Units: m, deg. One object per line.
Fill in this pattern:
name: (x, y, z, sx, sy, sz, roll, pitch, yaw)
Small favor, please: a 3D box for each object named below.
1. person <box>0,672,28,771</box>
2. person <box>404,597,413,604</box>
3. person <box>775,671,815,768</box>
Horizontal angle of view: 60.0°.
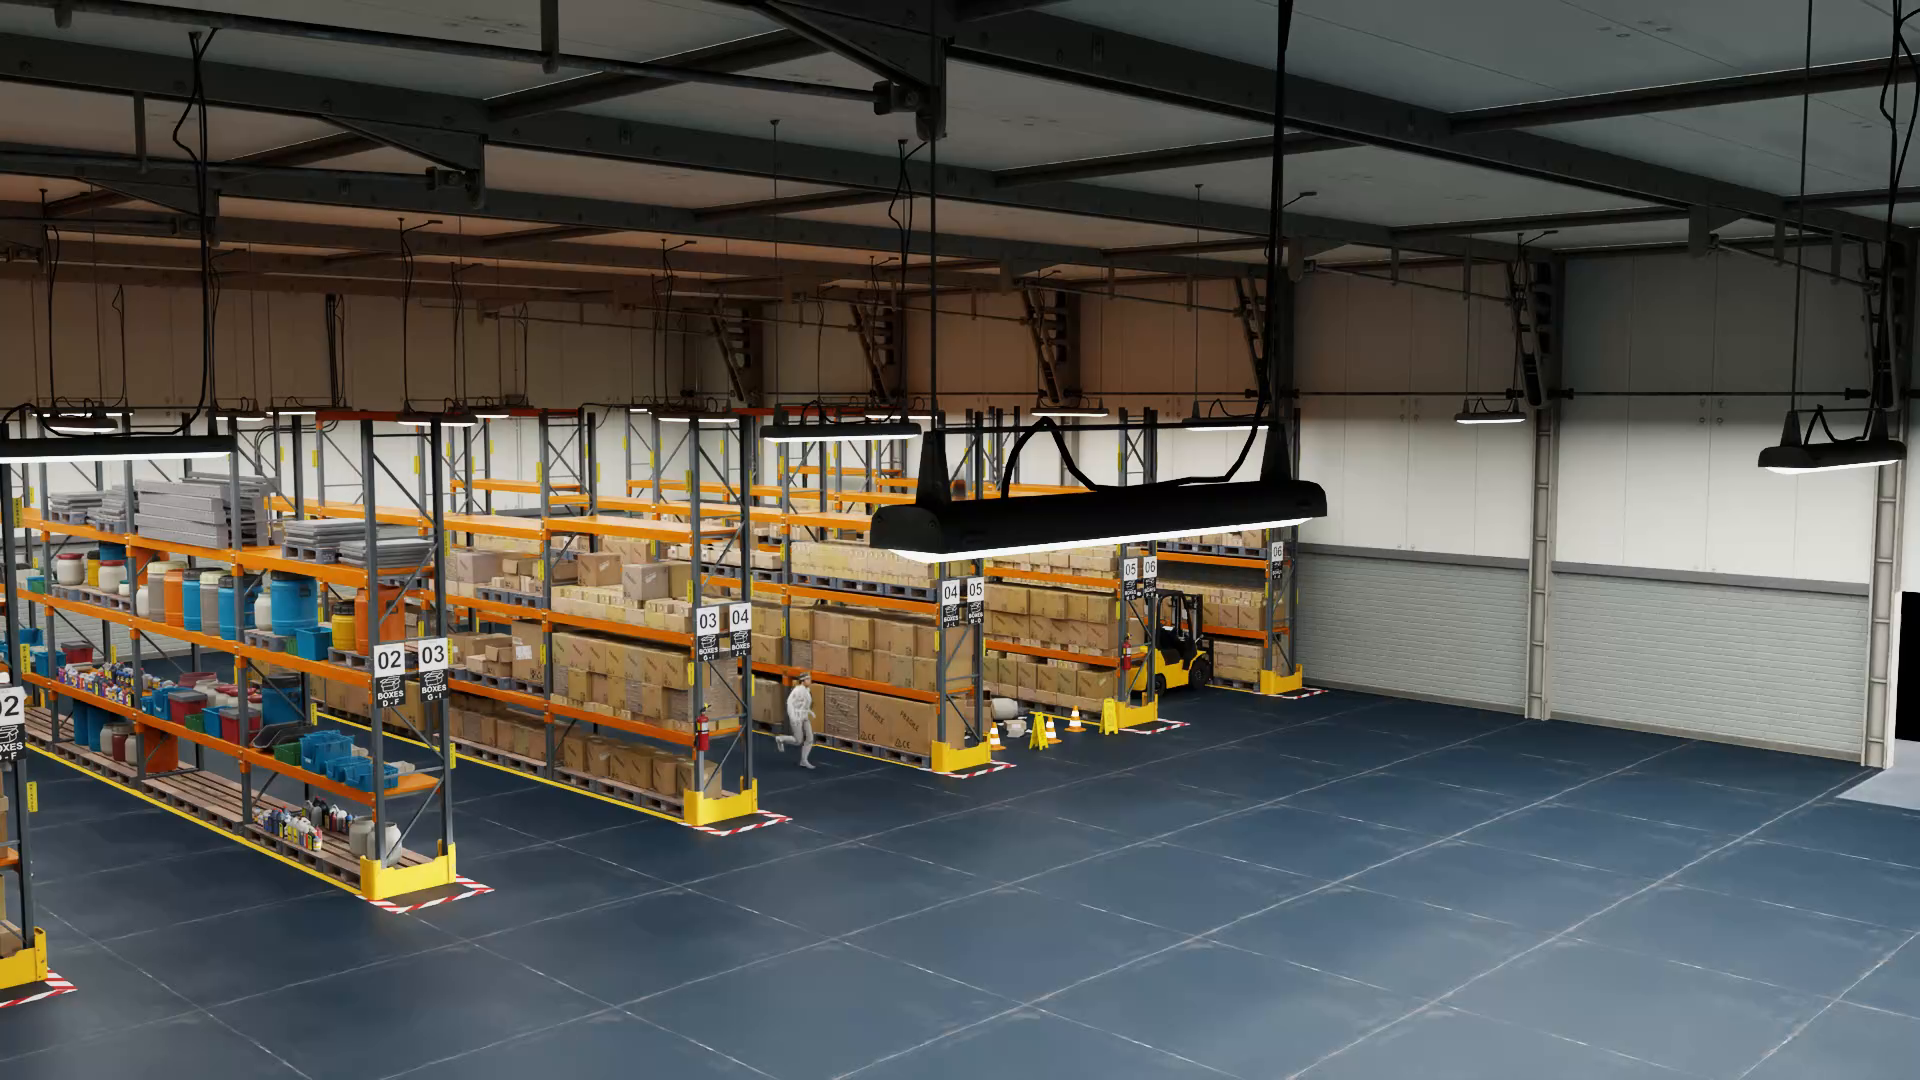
person: (-16.204, 3.038, 28.131, 0.747, 1.715, 1.043, -4, 6, -38)
person: (-13.232, 1.967, 39.350, 0.633, 1.747, 0.596, -2, 5, -17)
person: (-2.781, 3.038, 28.231, 0.751, 1.668, 0.636, 2, 6, 26)
